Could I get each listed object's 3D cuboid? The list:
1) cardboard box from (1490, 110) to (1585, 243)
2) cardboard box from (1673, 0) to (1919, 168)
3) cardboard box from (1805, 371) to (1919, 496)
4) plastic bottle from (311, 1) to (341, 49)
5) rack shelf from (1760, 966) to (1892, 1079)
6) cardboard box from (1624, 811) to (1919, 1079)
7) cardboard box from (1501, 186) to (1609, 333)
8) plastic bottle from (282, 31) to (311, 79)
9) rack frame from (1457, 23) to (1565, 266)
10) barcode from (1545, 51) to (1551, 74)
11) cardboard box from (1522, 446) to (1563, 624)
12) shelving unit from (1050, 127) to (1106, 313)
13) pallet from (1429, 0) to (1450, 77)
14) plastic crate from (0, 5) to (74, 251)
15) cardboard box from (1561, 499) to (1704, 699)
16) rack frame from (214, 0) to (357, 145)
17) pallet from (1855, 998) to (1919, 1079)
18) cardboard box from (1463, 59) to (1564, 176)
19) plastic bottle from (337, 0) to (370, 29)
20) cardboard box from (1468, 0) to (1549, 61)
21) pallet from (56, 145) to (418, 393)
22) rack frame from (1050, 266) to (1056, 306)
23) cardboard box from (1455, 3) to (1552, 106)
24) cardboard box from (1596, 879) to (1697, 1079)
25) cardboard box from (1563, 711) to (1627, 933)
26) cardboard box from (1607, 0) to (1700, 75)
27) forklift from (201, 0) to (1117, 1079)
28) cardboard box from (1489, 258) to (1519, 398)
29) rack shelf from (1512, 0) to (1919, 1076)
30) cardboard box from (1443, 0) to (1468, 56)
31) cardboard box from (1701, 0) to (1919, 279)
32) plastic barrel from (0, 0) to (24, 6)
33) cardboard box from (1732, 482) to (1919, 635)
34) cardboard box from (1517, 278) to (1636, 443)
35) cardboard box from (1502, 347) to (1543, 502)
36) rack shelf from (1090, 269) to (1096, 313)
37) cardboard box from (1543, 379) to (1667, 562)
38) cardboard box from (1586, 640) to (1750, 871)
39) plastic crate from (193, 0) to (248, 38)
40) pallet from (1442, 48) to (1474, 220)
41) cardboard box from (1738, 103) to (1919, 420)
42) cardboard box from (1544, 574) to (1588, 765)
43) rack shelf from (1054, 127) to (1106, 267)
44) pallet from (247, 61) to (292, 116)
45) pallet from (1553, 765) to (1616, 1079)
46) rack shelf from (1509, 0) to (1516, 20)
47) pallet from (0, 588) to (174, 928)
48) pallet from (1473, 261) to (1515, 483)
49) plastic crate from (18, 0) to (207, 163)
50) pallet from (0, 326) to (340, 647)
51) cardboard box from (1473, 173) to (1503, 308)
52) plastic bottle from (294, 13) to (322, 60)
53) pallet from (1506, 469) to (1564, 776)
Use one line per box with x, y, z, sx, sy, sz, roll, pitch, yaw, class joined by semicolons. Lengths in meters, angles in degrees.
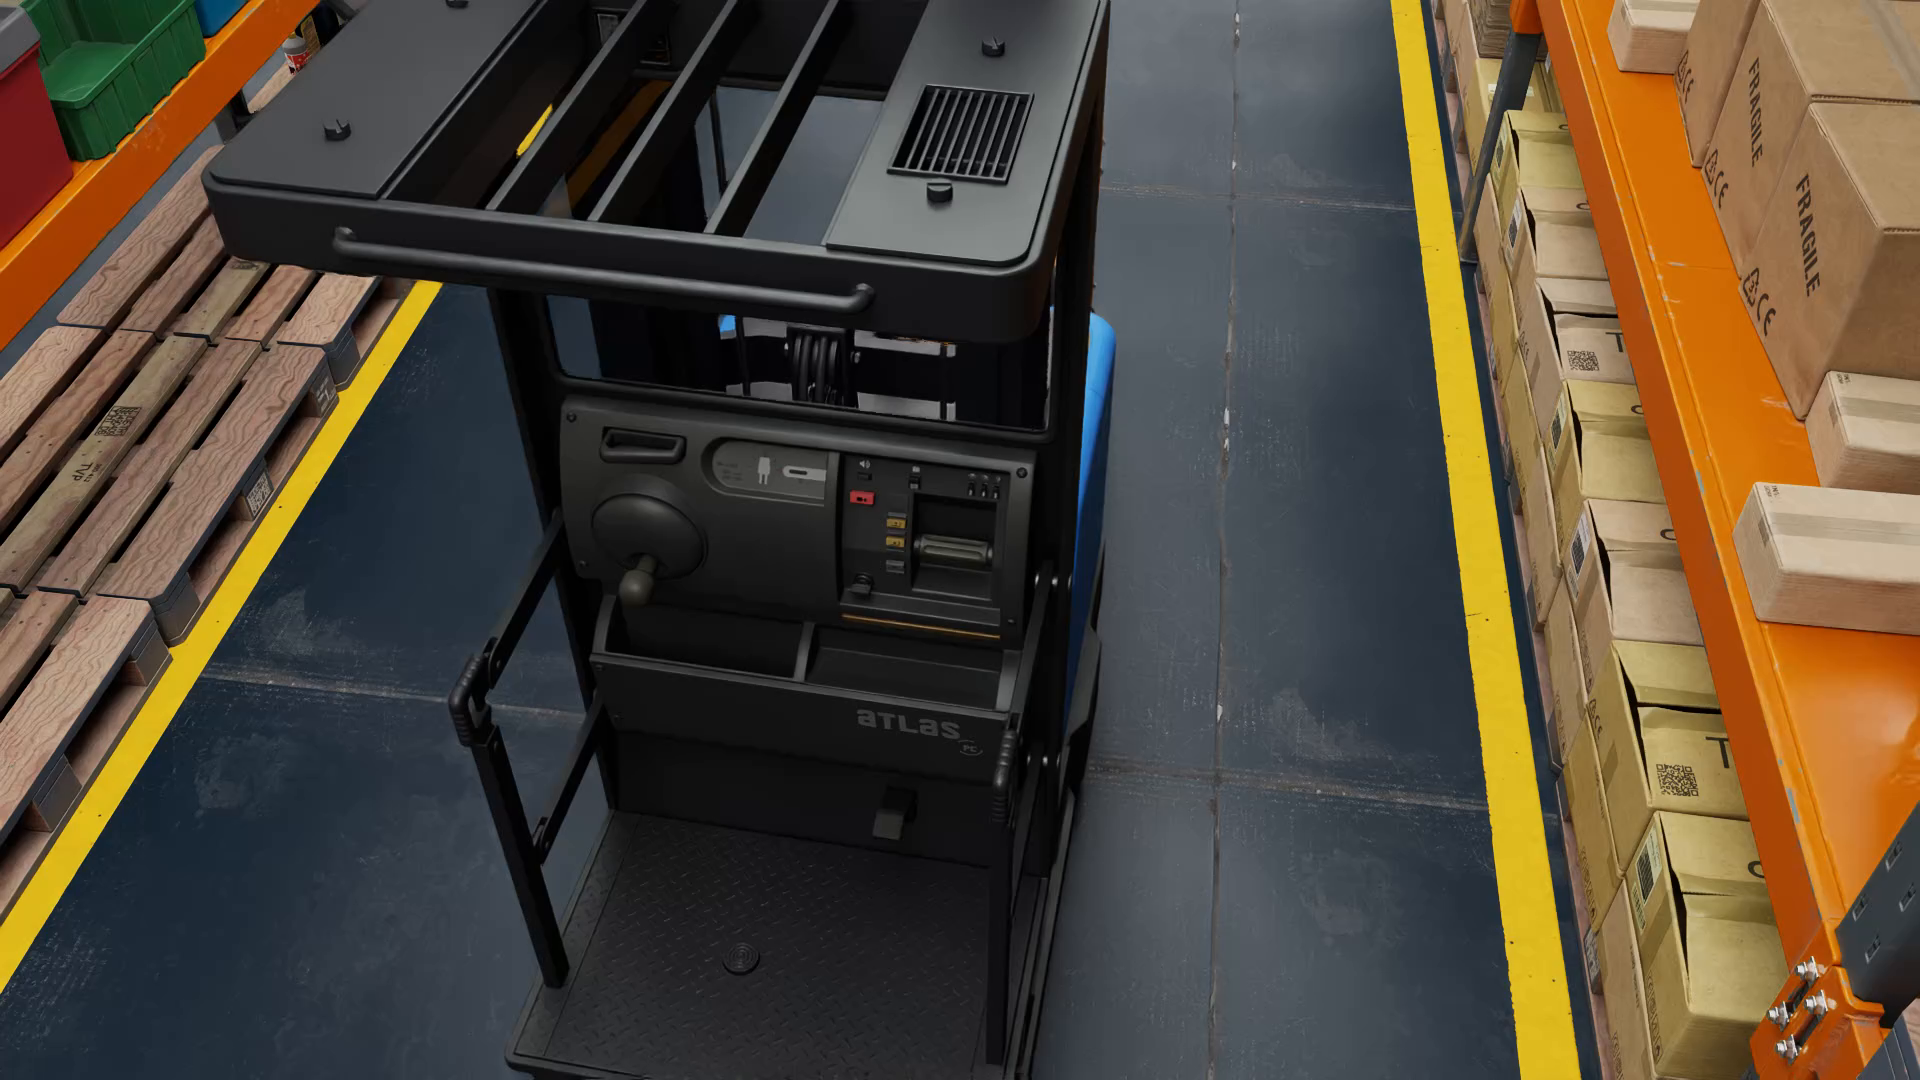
2.115;-1.241;5.665;0.500;0.311;0.500;5;44;6;cardboard box
2.229;-1.297;4.366;0.500;0.500;0.500;8;44;9;cardboard box
2.000;-0.199;3.461;0.380;0.149;0.250;8;44;9;cardboard box
-2.693;-2.258;7.060;0.144;0.351;0.185;4;44;4;plastic bottle
1.623;2.208;1.259;1.077;0.370;4.000;5;44;6;rack shelf
1.713;0.847;3.460;0.500;0.311;0.500;6;44;7;cardboard box
2.044;-0.900;5.305;0.500;0.311;0.500;5;44;5;cardboard box
-2.754;-2.014;6.911;0.097;0.201;0.097;0;43;0;plastic bottle
2.416;-2.142;5.331;1.000;3.000;0.127;5;44;6;rack frame
1.970;-1.607;5.565;0.001;0.075;0.075;5;44;6;barcode
1.915;0.004;4.758;0.500;0.250;0.500;6;44;6;cardboard box
0.100;-0.675;5.145;0.538;1.125;1.048;7;44;8;shelving unit
2.722;-2.502;7.738;1.003;0.211;1.213;5;44;6;pallet
-2.505;-0.966;4.041;0.402;0.464;0.583;5;44;6;plastic crate
1.845;0.148;4.198;0.500;0.311;0.500;5;44;5;cardboard box
-2.493;-2.595;5.809;1.000;3.000;0.127;5;44;6;rack frame
1.868;1.122;2.023;1.213;0.211;1.003;5;44;6;pallet
2.261;-1.632;6.486;0.500;0.250;0.500;5;44;6;cardboard box
-2.551;-2.245;7.046;0.144;0.351;0.185;5;44;6;plastic bottle
2.339;-2.244;6.587;0.500;0.500;0.500;5;44;6;cardboard box
-2.558;-1.044;6.199;1.003;0.211;1.213;5;44;6;pallet
0.006;-0.332;4.782;0.500;1.125;0.032;7;44;8;rack frame
2.337;-1.972;6.845;0.500;0.250;0.500;5;44;6;cardboard box
1.715;1.049;3.655;0.500;0.250;0.500;6;44;7;cardboard box
1.780;0.698;4.026;0.500;0.250;0.500;5;44;5;cardboard box
2.097;-1.466;4.799;0.380;0.149;0.250;5;44;6;cardboard box
-0.360;0.055;3.060;1.130;2.935;3.031;7;44;8;forklift
2.049;-0.696;5.497;0.500;0.250;0.500;6;44;7;cardboard box
2.152;-0.518;4.138;1.077;0.370;4.000;5;44;6;rack shelf
2.389;-2.314;7.207;0.500;0.250;0.500;5;44;6;cardboard box
2.163;-0.956;4.005;0.500;0.500;0.500;5;44;6;cardboard box
-2.820;-1.657;4.918;0.301;0.262;0.301;0;43;0;plastic barrel
1.733;0.037;3.212;0.380;0.149;0.250;5;44;6;cardboard box
1.976;-0.547;4.933;0.500;0.311;0.500;4;44;4;cardboard box
1.983;-0.342;5.124;0.500;0.250;0.500;4;44;4;cardboard box
0.100;-0.497;5.313;0.538;0.278;1.000;7;44;8;rack shelf
1.913;-0.193;4.559;0.500;0.311;0.500;6;44;7;cardboard box
1.775;0.492;3.835;0.500;0.311;0.500;5;44;5;cardboard box
-2.330;-1.809;4.990;0.392;0.384;0.575;5;44;6;plastic crate
2.563;-1.668;6.858;1.003;0.211;1.213;5;44;6;pallet
2.093;-0.597;3.626;0.500;0.500;0.500;3;44;3;cardboard box
1.850;0.355;4.388;0.500;0.250;0.500;6;44;6;cardboard box
0.100;-0.888;4.944;0.538;0.278;1.000;7;44;8;rack shelf
-2.363;-2.036;7.247;1.003;0.211;1.213;5;44;6;pallet
2.035;1.039;3.999;1.003;0.211;1.213;5;44;6;pallet
2.681;-3.244;7.017;1.077;0.370;4.000;5;44;6;rack shelf
-2.881;0.619;4.442;1.003;0.211;1.213;5;44;6;pallet
2.358;-0.624;5.755;1.003;0.211;1.213;5;44;6;pallet
-2.443;-1.305;4.601;0.450;0.188;0.662;5;44;6;plastic crate
-2.717;-0.210;5.318;1.003;0.211;1.213;5;44;6;pallet
2.118;-1.044;5.865;0.500;0.250;0.500;4;44;5;cardboard box
-2.756;-2.126;6.969;0.061;0.283;0.133;7;44;8;plastic bottle
2.199;0.210;4.875;1.003;0.211;1.213;5;44;6;pallet
